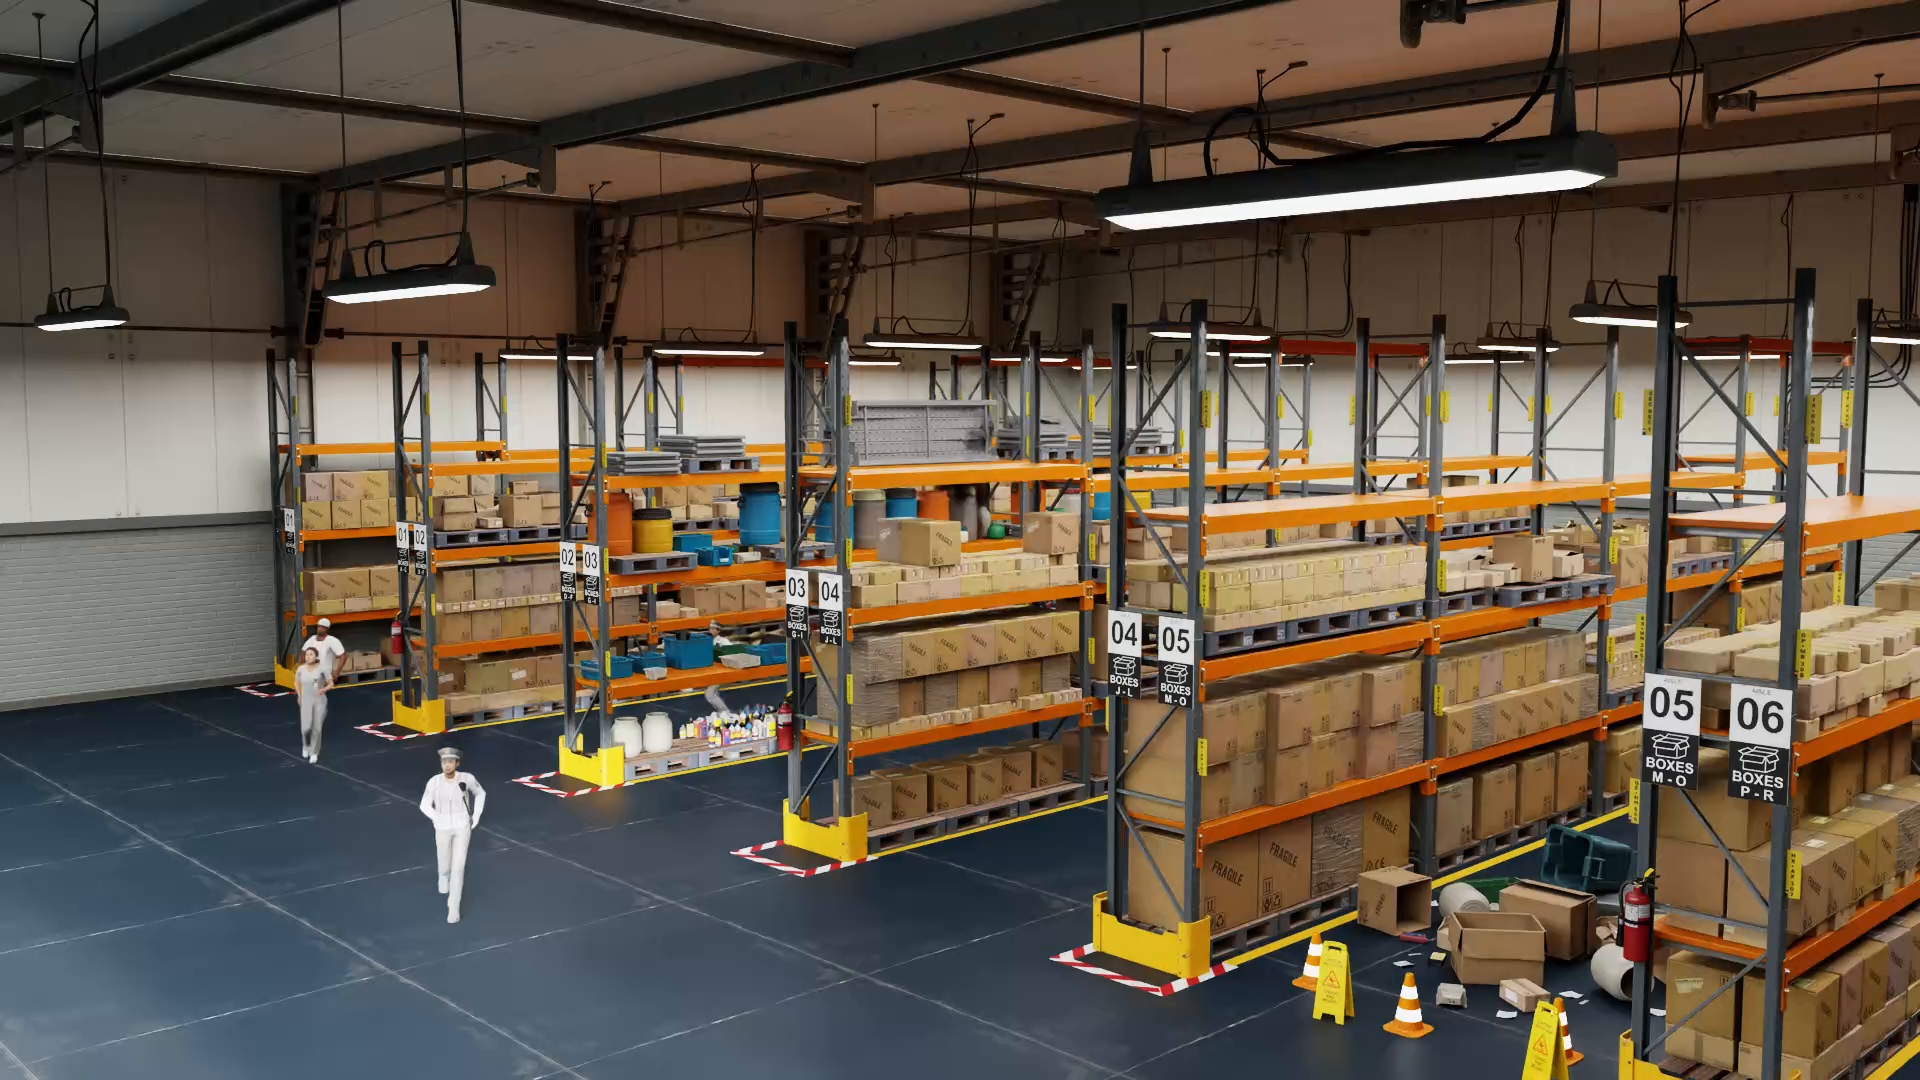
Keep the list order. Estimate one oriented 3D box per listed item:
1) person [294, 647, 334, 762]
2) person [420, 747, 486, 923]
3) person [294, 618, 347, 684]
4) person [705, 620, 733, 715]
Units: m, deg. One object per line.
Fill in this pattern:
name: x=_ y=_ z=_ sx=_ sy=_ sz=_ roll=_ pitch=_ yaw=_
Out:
person: x=-9.111 y=2.322 z=23.422 sx=0.551 sy=1.637 sz=0.558 roll=-1 pitch=5 yaw=-12
person: x=-5.076 y=2.892 z=16.685 sx=0.625 sy=1.702 sz=0.867 roll=-1 pitch=5 yaw=-12
person: x=-10.015 y=2.078 z=25.873 sx=0.761 sy=1.717 sz=0.589 roll=2 pitch=5 yaw=25
person: x=-3.831 y=2.070 z=25.892 sx=0.599 sy=1.663 sz=0.611 roll=-5 pitch=7 yaw=-43
